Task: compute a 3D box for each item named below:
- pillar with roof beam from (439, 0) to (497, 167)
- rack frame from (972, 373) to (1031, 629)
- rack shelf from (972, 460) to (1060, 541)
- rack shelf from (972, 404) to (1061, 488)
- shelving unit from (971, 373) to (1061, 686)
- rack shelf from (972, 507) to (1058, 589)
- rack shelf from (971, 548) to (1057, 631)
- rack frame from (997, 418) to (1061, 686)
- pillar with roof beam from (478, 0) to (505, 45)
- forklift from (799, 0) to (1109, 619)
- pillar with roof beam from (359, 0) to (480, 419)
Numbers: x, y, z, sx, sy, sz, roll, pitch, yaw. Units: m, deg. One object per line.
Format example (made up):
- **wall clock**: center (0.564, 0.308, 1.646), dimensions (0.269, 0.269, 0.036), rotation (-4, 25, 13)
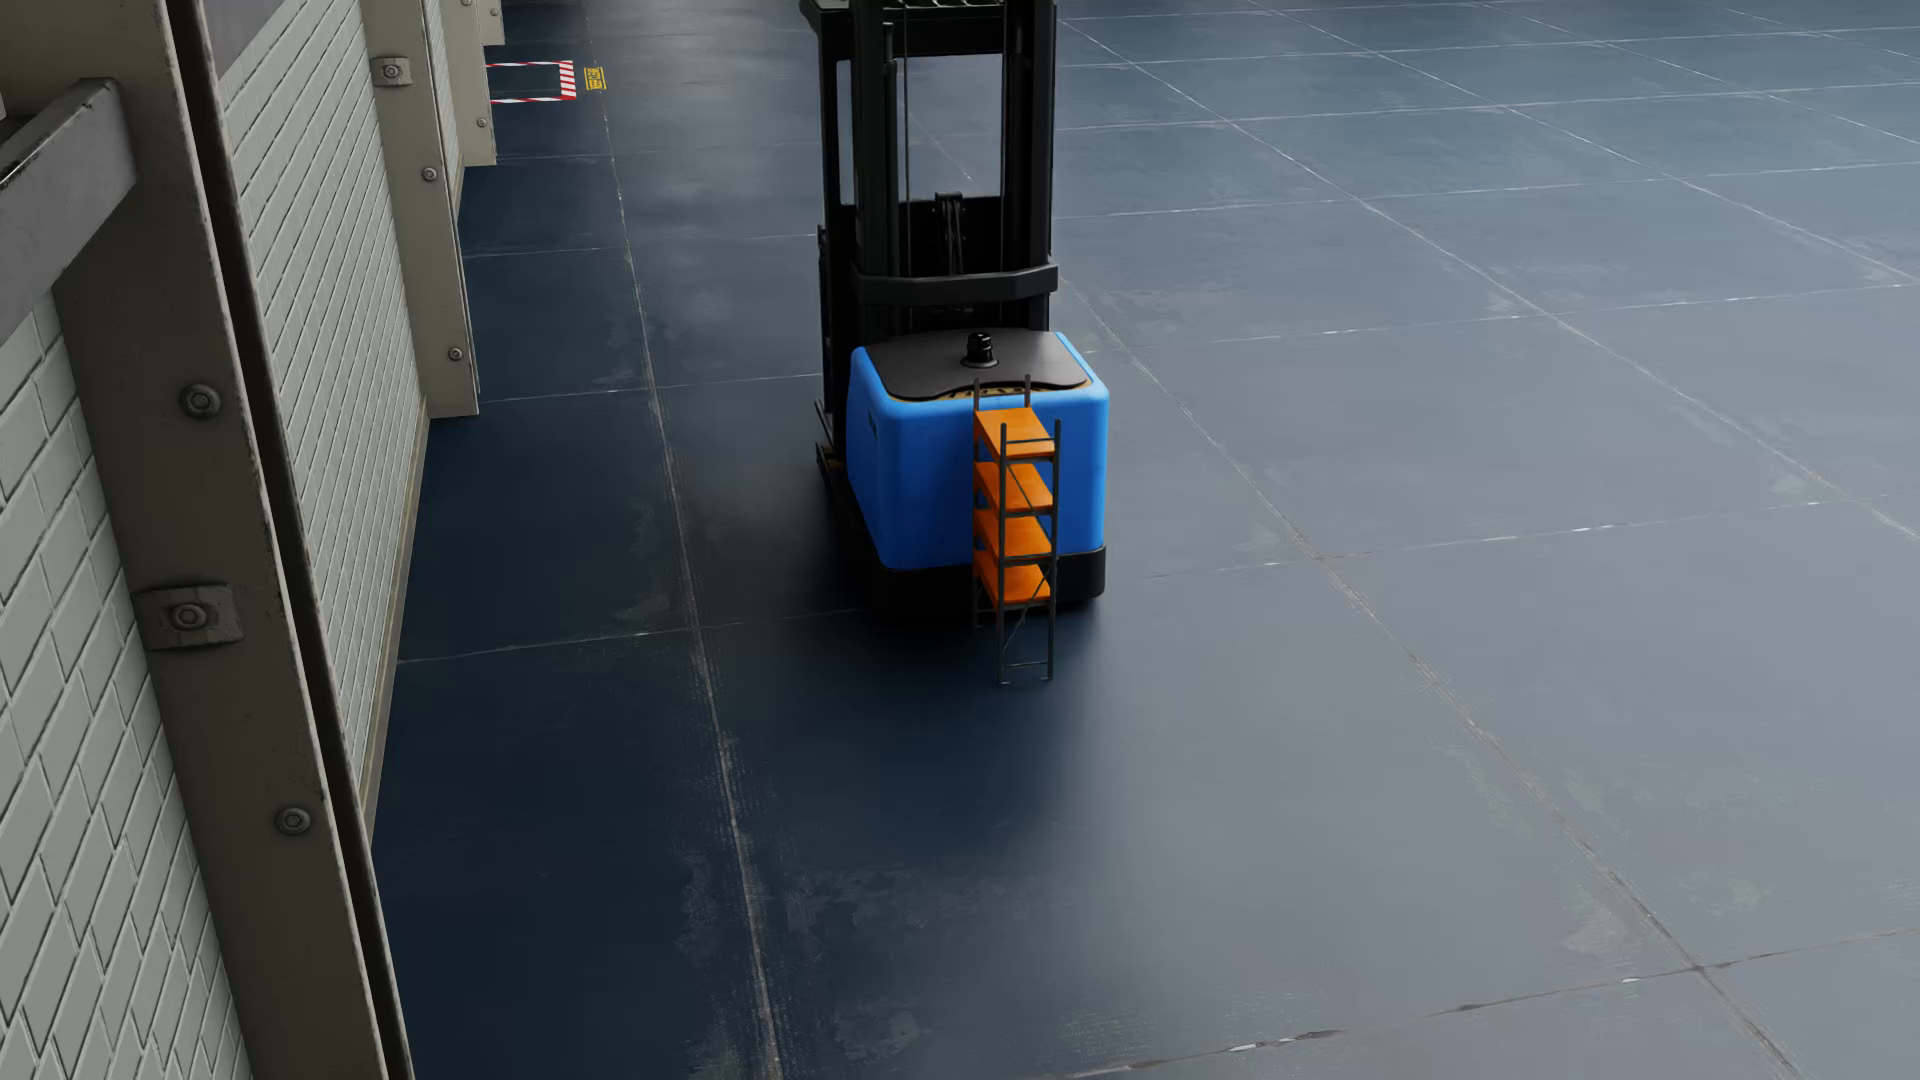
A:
- **pillar with roof beam**: center (-0.162, -7.891, 13.897), dimensions (9.100, 9.000, 0.400), rotation (-6, 27, -12)
- **rack frame**: center (0.176, -0.150, 7.207), dimensions (0.240, 1.200, 0.015), rotation (-5, 28, -11)
- **rack shelf**: center (0.227, -0.180, 6.923), dimensions (0.258, 0.148, 0.480), rotation (-5, 28, -11)
- **rack shelf**: center (0.227, -0.390, 6.815), dimensions (0.258, 0.148, 0.480), rotation (-5, 28, -11)
- **shelving unit**: center (0.226, -0.041, 6.995), dimensions (0.258, 1.200, 0.503), rotation (-5, 28, -11)
- **rack shelf**: center (0.226, 0.019, 7.026), dimensions (0.258, 0.148, 0.480), rotation (-5, 28, -11)
- **rack shelf**: center (0.226, 0.196, 7.116), dimensions (0.258, 0.148, 0.480), rotation (-5, 28, -11)
- **rack frame**: center (0.277, 0.068, 6.783), dimensions (0.240, 1.200, 0.015), rotation (-5, 28, -11)
- **pillar with roof beam**: center (-1.515, -10.525, 19.115), dimensions (9.100, 9.000, 0.400), rotation (-6, 27, -12)
- **forklift**: center (-0.155, -1.600, 8.167), dimensions (1.130, 2.935, 3.031), rotation (-6, 27, -11)
- **pillar with roof beam**: center (1.190, -5.257, 8.678), dimensions (9.100, 9.000, 0.400), rotation (-6, 27, -12)
